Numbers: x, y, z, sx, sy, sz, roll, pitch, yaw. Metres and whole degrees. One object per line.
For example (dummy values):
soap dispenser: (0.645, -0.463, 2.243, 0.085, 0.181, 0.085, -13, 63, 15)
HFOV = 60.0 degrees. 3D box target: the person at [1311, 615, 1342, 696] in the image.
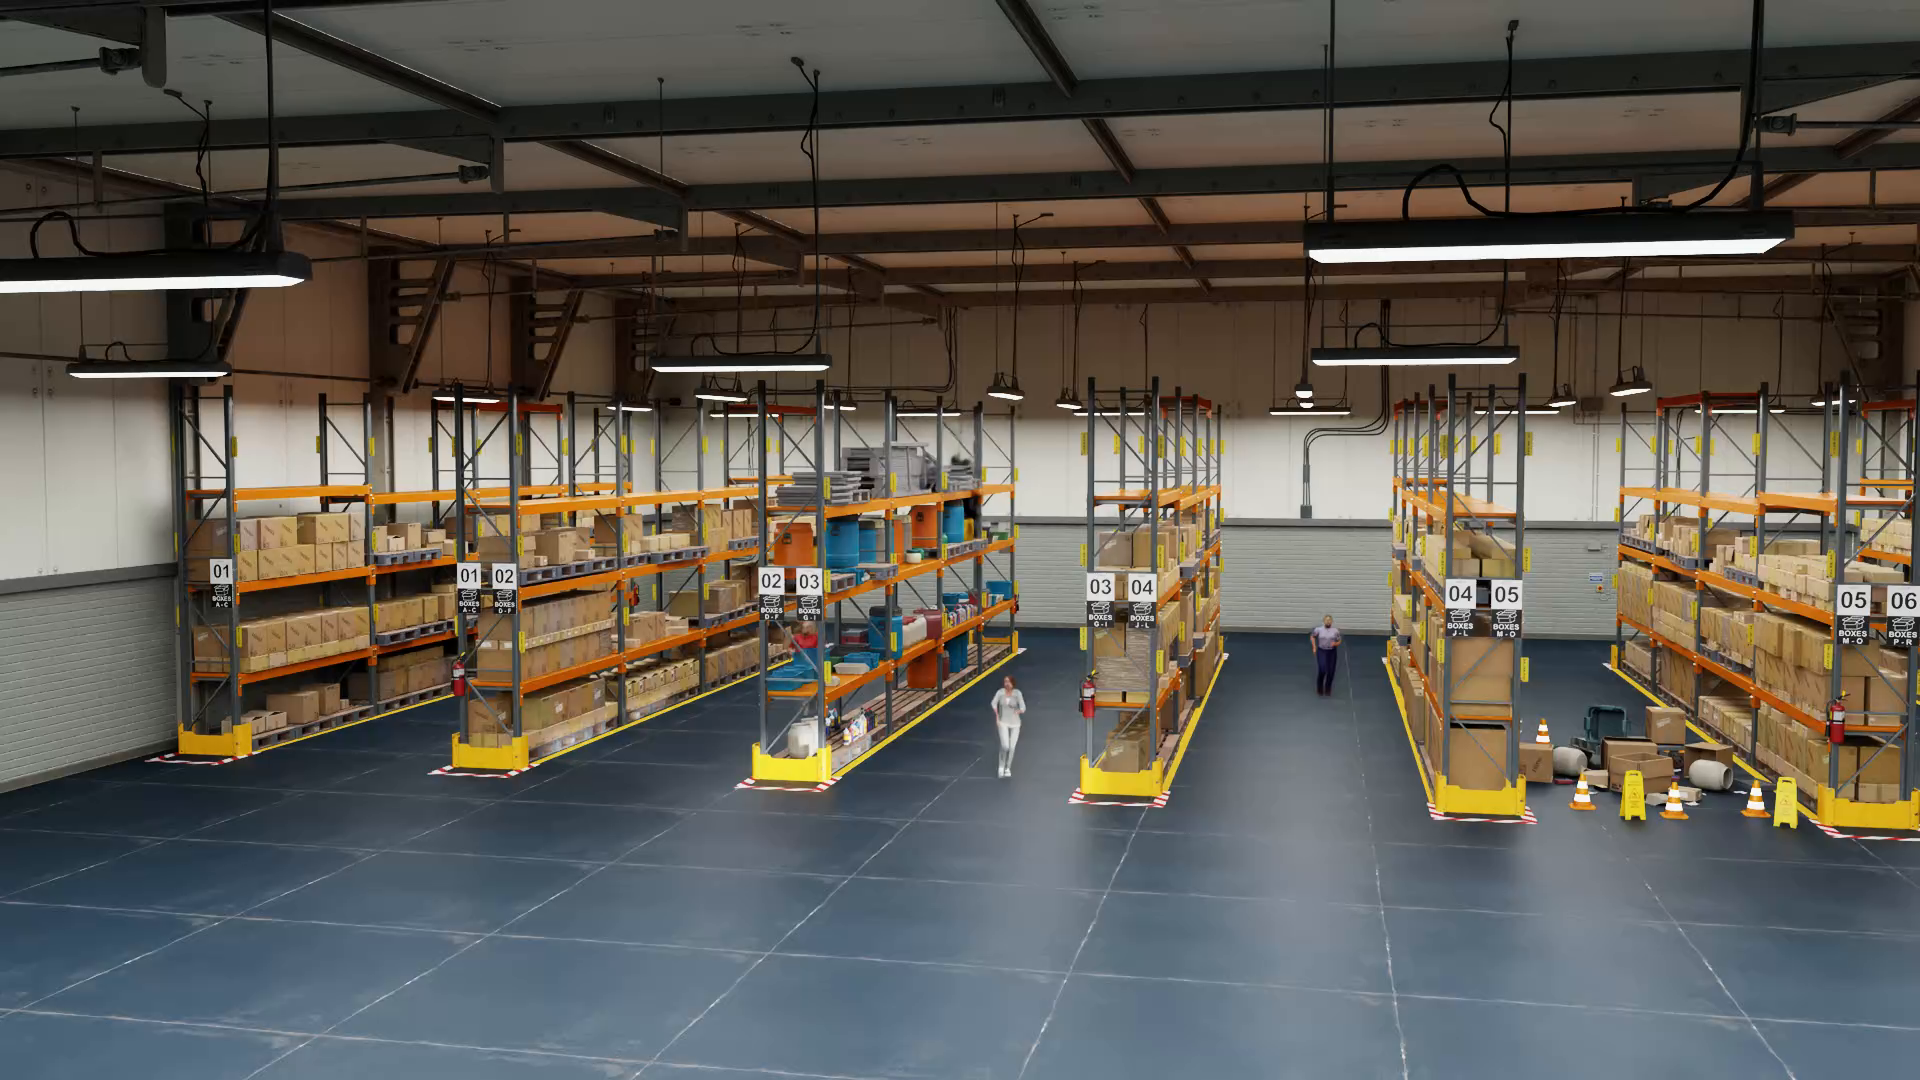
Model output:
person: (7.365, 2.316, 33.381, 0.582, 1.625, 0.626, 0, 3, 3)

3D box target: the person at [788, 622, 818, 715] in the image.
person: (-2.913, 2.401, 31.407, 0.666, 1.721, 0.841, 0, 3, 6)

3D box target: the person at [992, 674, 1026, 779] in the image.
person: (0.738, 2.808, 25.010, 0.512, 1.578, 0.631, 0, 3, -1)
